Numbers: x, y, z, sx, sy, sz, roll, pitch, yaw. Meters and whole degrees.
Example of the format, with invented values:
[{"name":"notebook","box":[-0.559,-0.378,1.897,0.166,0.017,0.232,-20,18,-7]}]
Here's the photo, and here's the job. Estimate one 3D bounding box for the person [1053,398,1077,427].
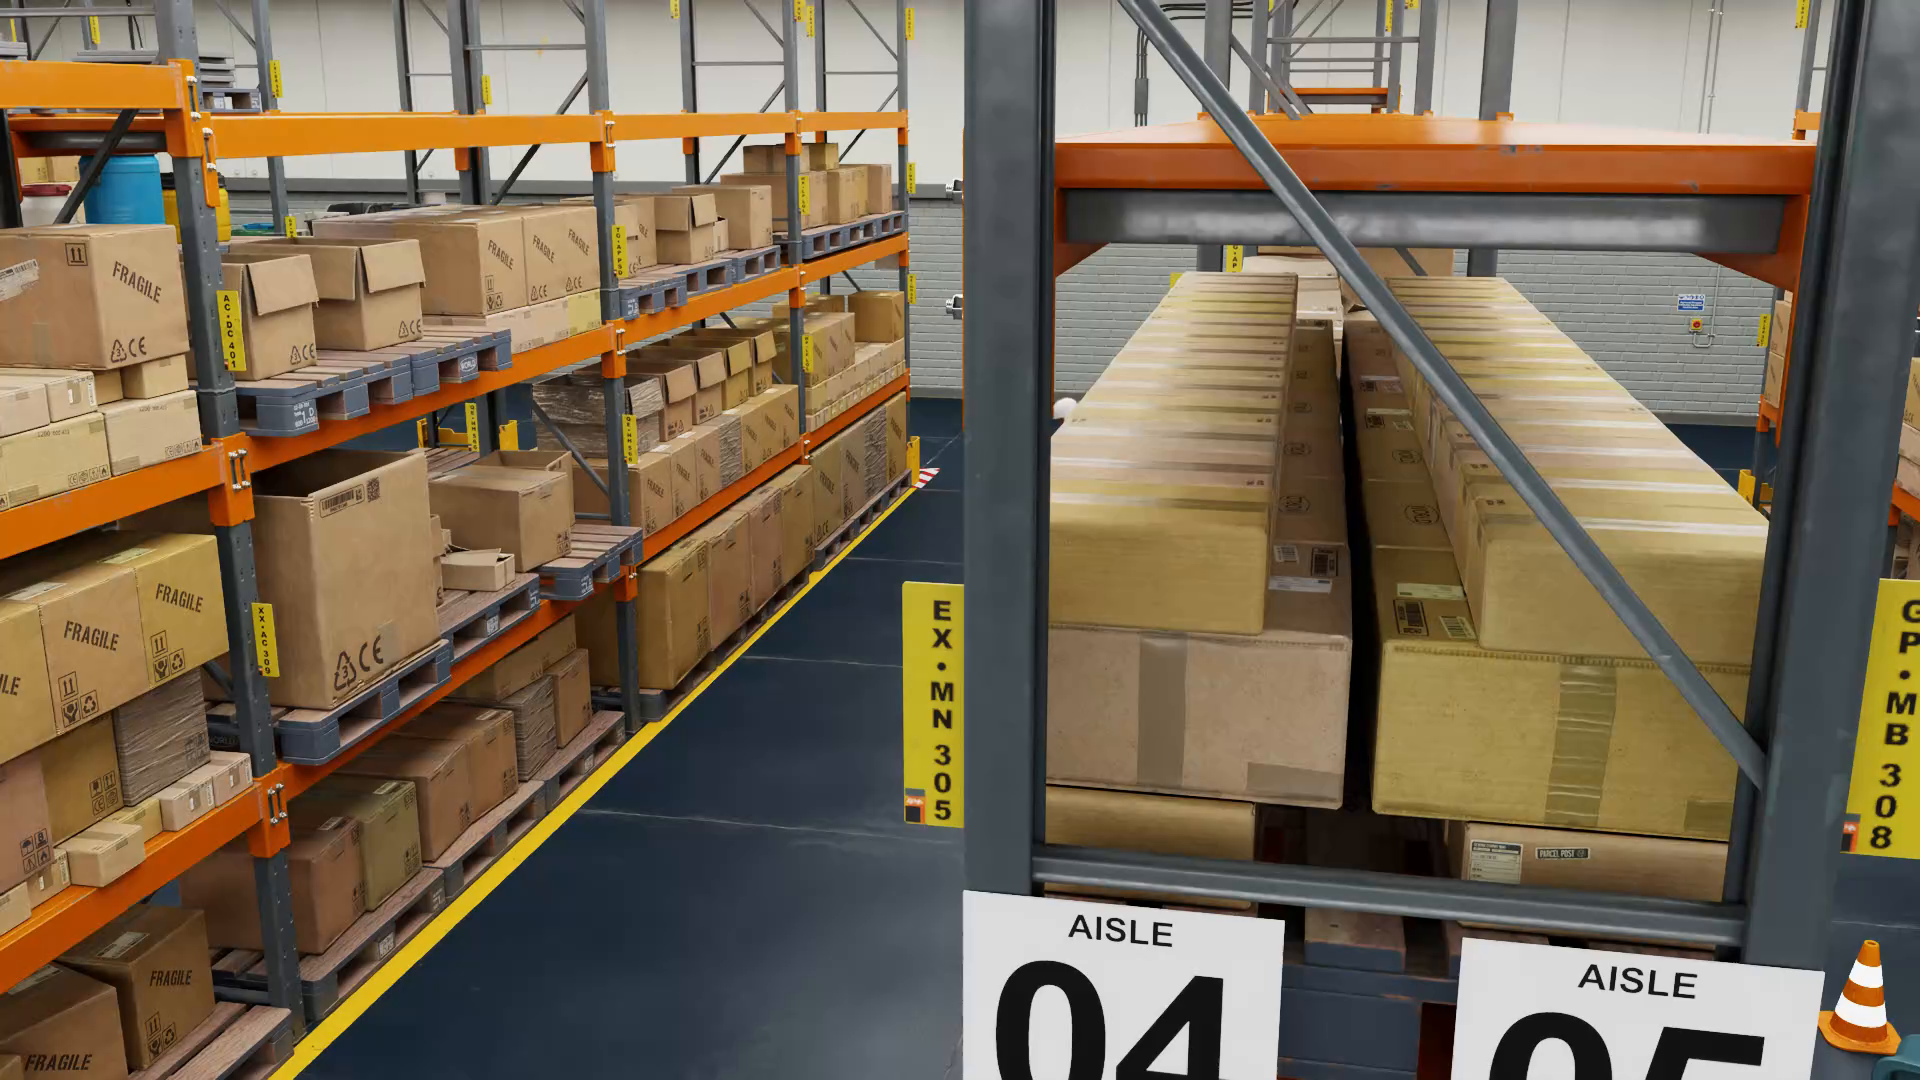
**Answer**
[{"name":"person","box":[1.024,-0.329,14.212,0.523,1.772,0.574,0,15,-1]}]
